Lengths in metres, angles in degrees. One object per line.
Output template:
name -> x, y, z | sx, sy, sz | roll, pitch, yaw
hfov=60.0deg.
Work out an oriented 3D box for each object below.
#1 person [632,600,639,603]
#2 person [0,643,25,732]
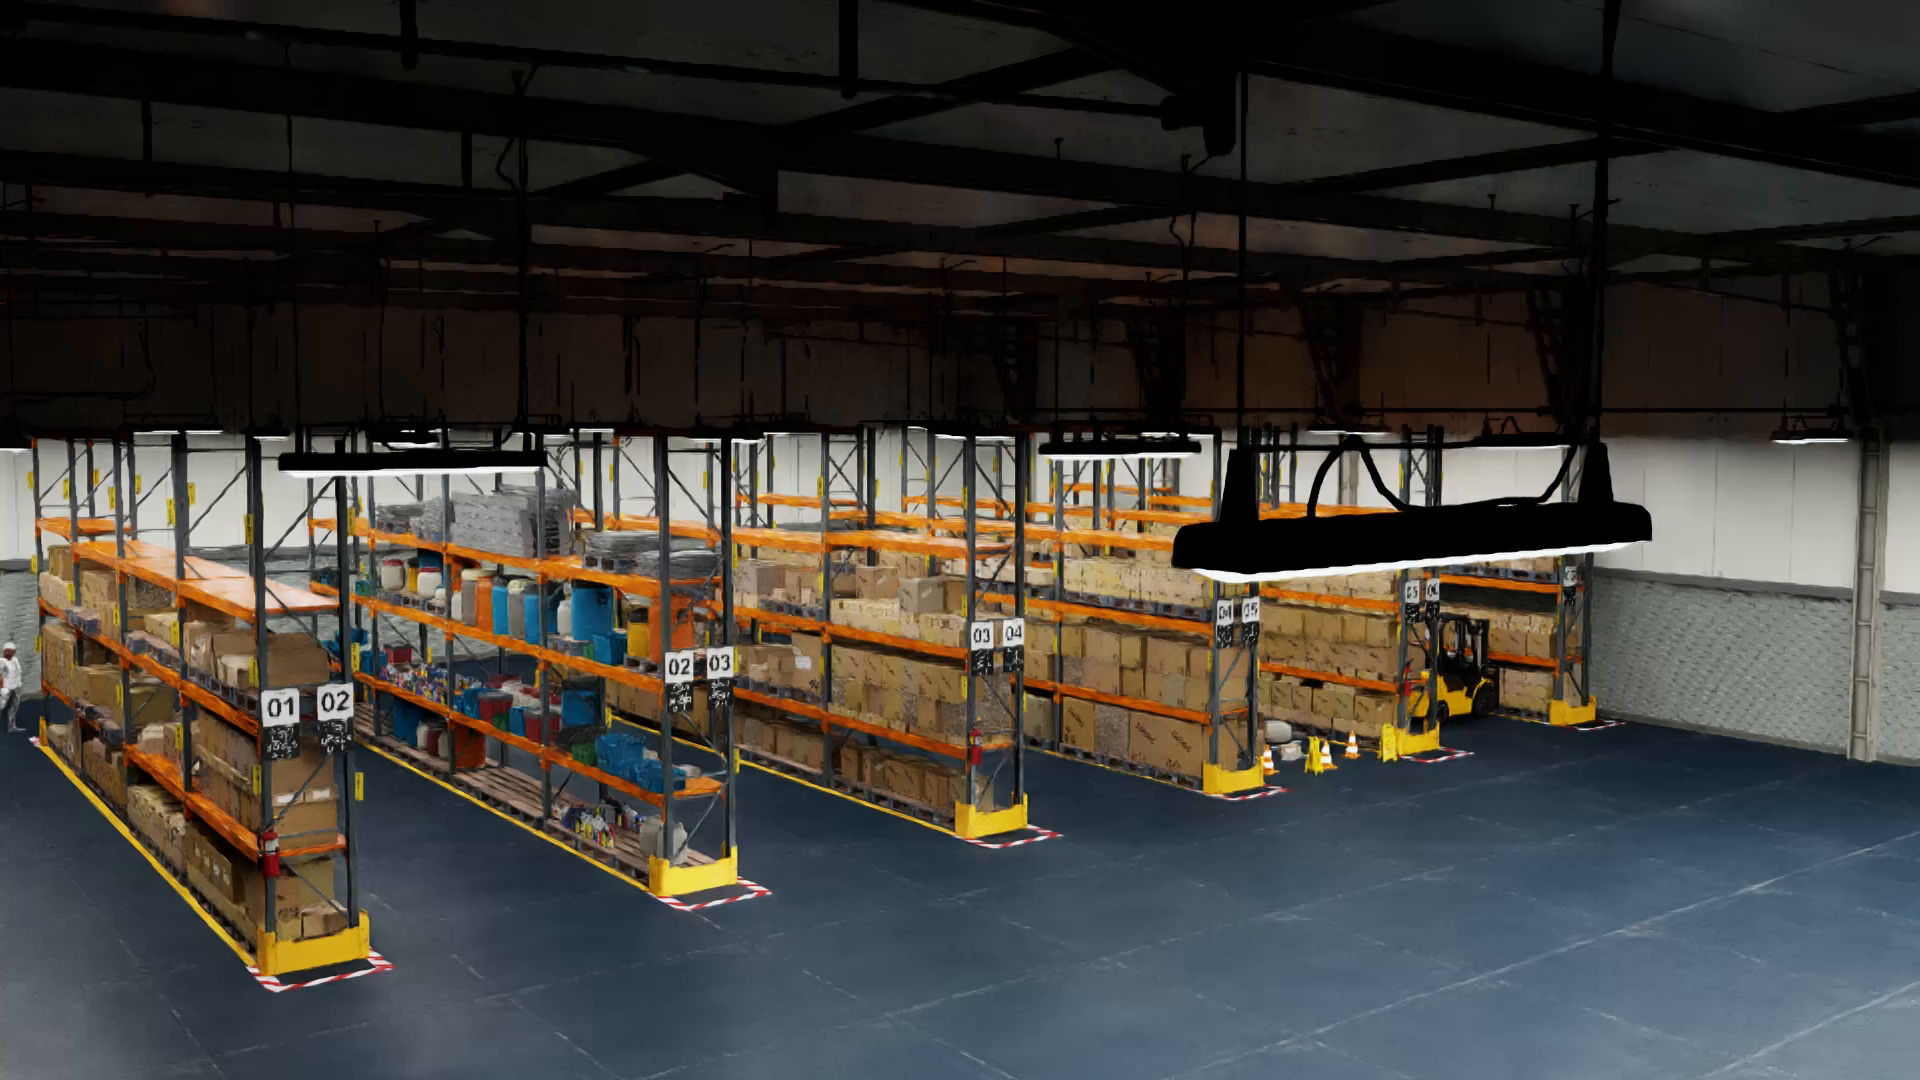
person -> -7.796, 2.309, 40.447 | 0.555, 1.718, 0.700 | 2, 5, 26
person -> -18.691, 2.901, 32.469 | 0.498, 1.777, 0.734 | 1, 5, 9
